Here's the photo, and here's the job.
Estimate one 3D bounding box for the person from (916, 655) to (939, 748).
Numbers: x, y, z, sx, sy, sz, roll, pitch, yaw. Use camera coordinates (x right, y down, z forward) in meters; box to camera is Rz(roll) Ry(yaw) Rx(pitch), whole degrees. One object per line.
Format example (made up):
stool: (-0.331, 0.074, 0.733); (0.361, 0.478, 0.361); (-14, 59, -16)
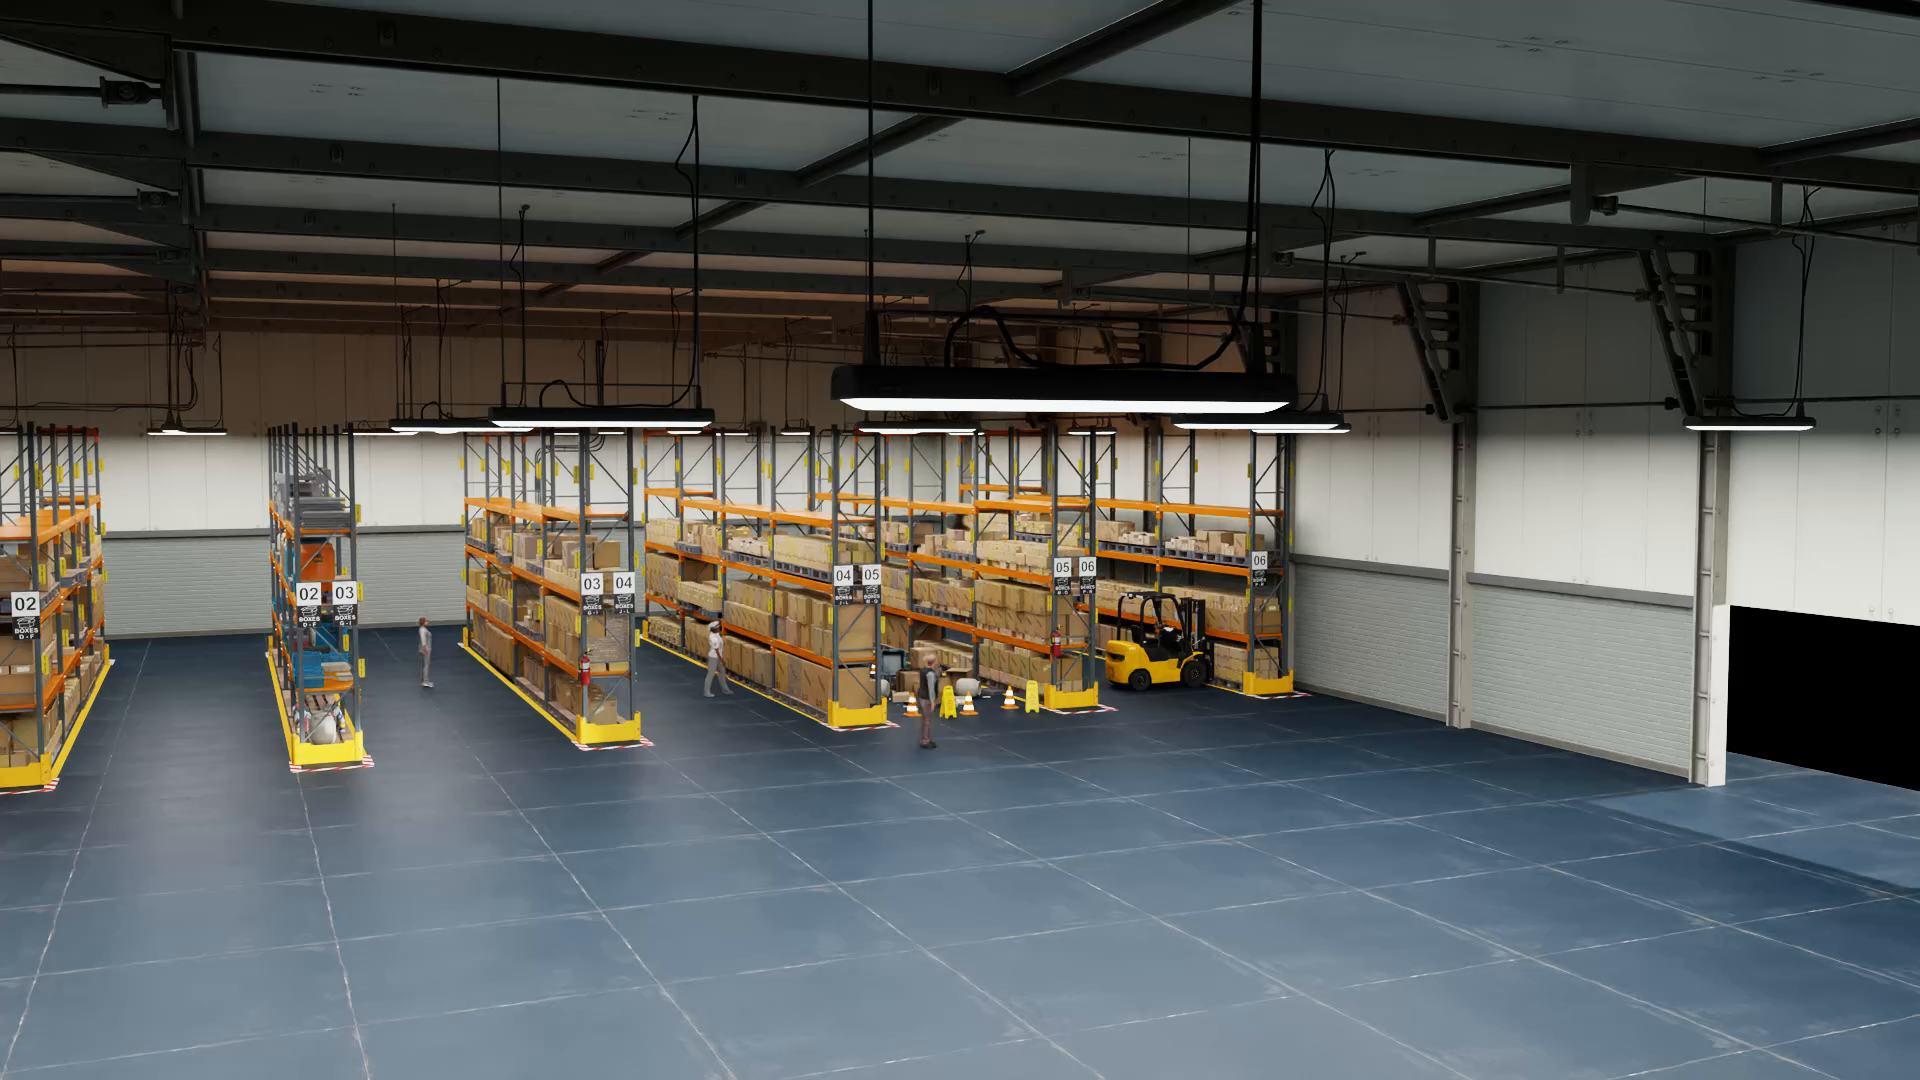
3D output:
person: (-0.592, 2.980, 30.786); (0.382, 1.723, 0.563); (-1, 4, -17)

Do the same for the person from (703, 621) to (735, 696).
person: (-5.377, 2.631, 36.984); (0.608, 1.685, 0.646); (0, 3, 5)

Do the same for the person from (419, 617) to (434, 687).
person: (-12.343, 2.585, 38.476); (0.344, 1.626, 0.490); (-2, 4, -30)
